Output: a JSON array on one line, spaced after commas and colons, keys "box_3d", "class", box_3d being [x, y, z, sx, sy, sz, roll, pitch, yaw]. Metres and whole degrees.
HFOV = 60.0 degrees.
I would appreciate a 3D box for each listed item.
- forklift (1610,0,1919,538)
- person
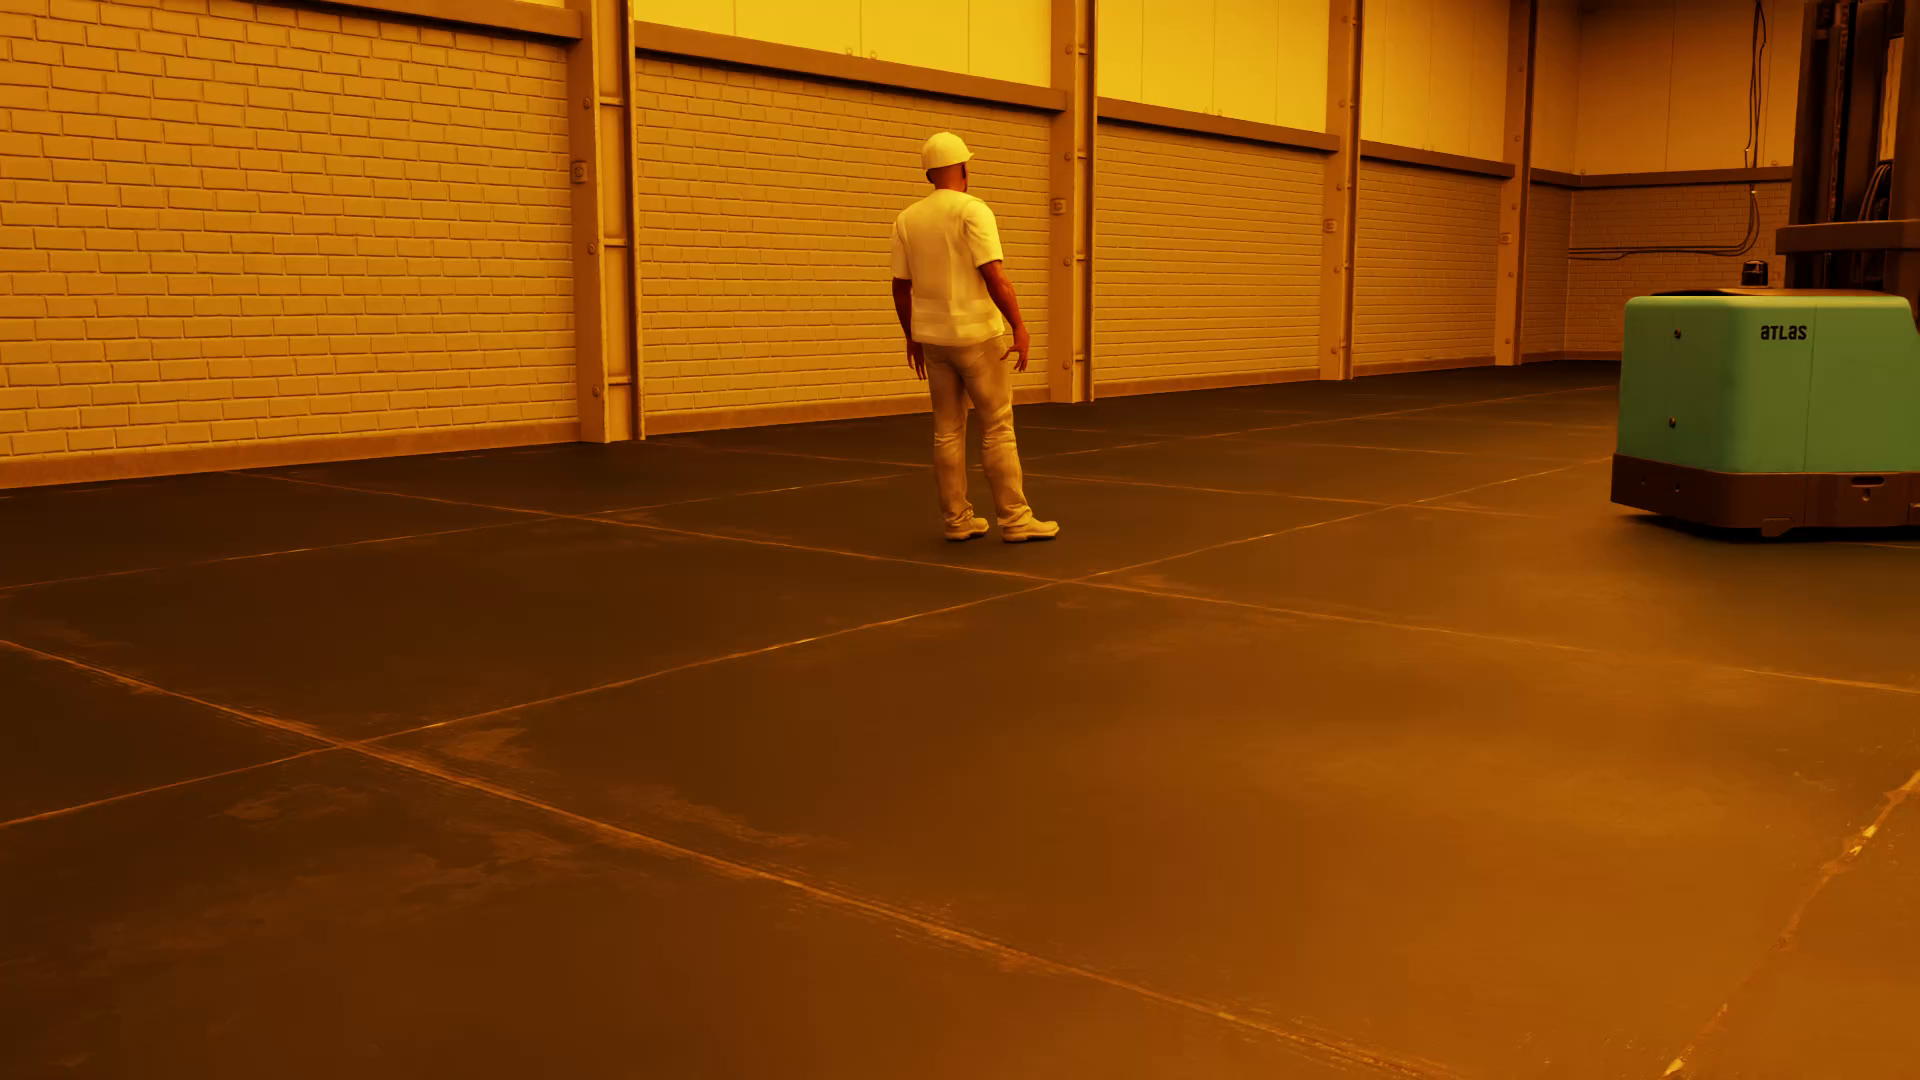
[{"box_3d": [4.761, -1.529, 7.731, 3.031, 2.935, 1.130, -1, 8, -7], "class": "forklift"}, {"box_3d": [0.048, -0.888, 7.325, 0.665, 1.765, 0.577, 7, 11, 38], "class": "person"}]
